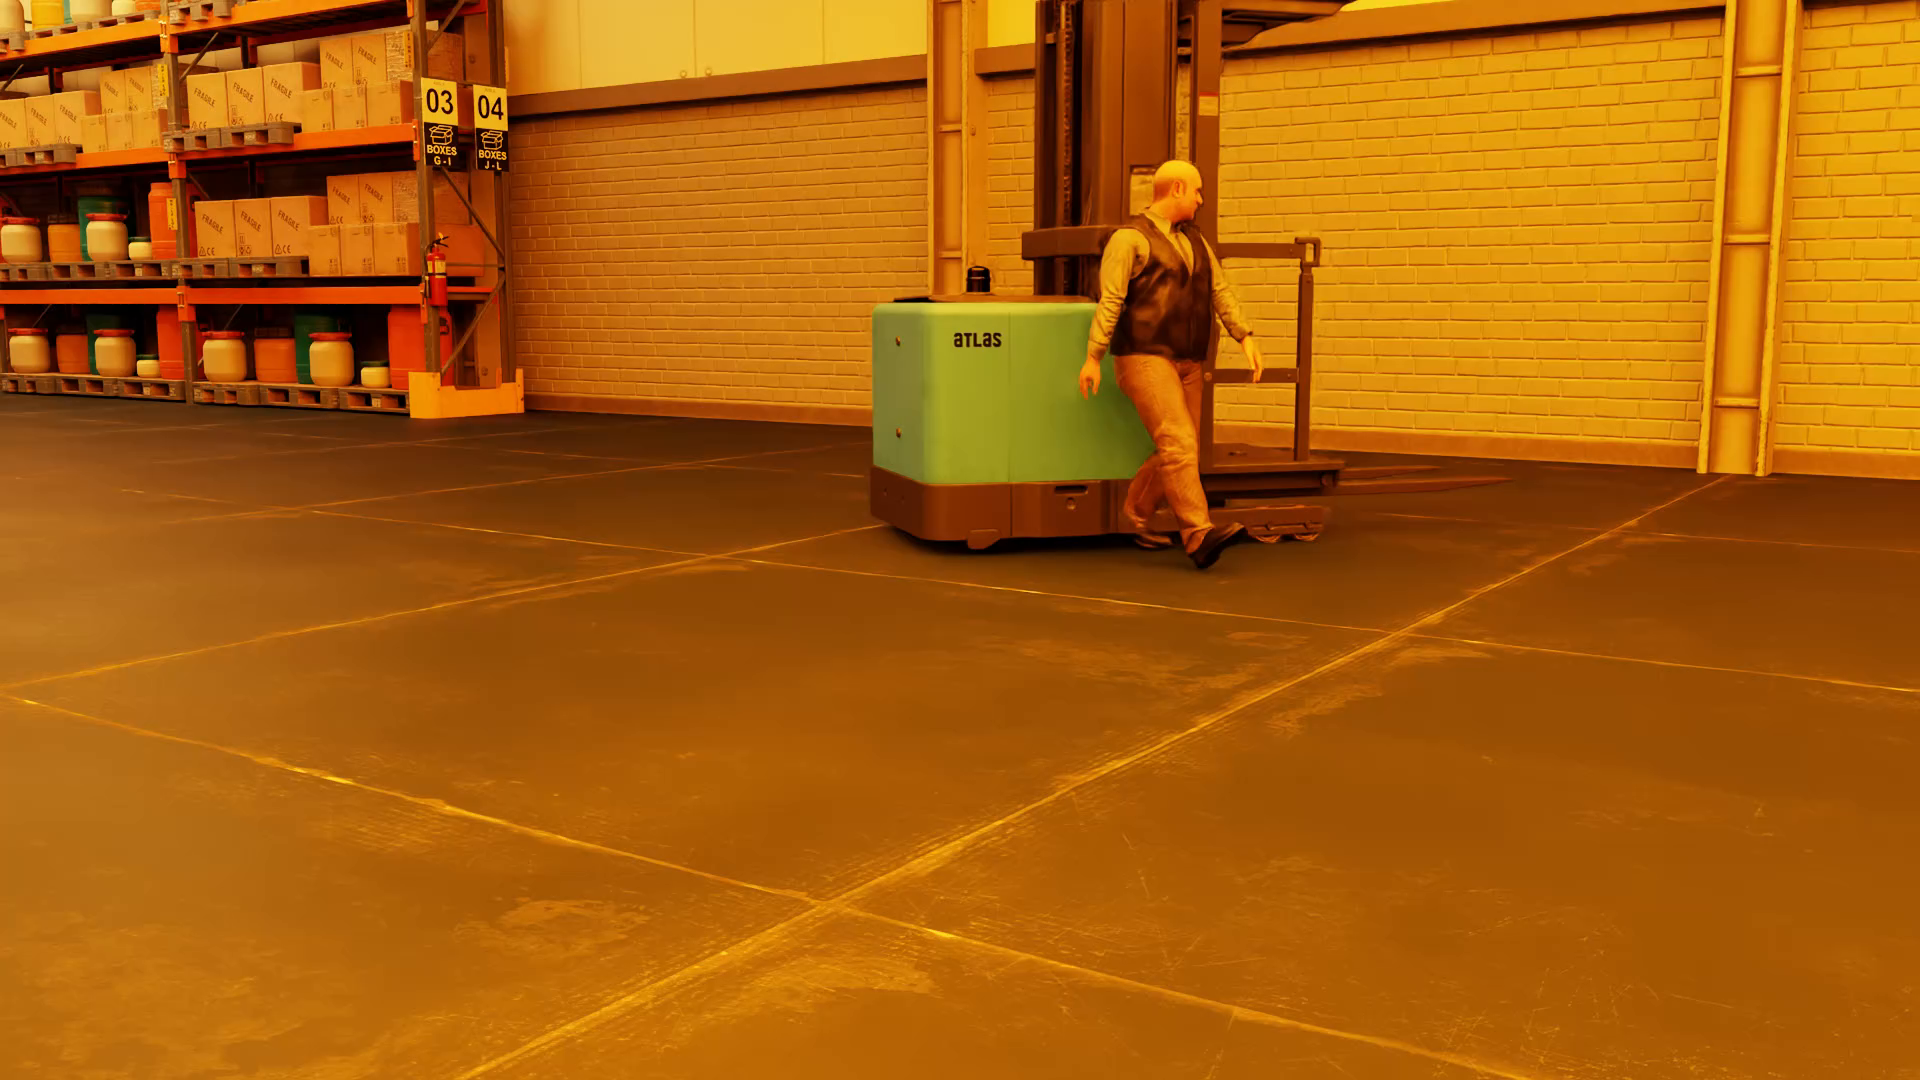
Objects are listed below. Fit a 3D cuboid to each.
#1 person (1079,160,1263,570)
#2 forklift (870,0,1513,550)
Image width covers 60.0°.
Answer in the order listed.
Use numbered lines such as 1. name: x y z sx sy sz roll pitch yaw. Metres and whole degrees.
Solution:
1. person: 0.886 -0.735 6.873 0.680 1.653 0.939 -8 11 -43
2. forklift: 1.148 -1.506 7.781 3.031 2.935 1.130 -3 8 -17
